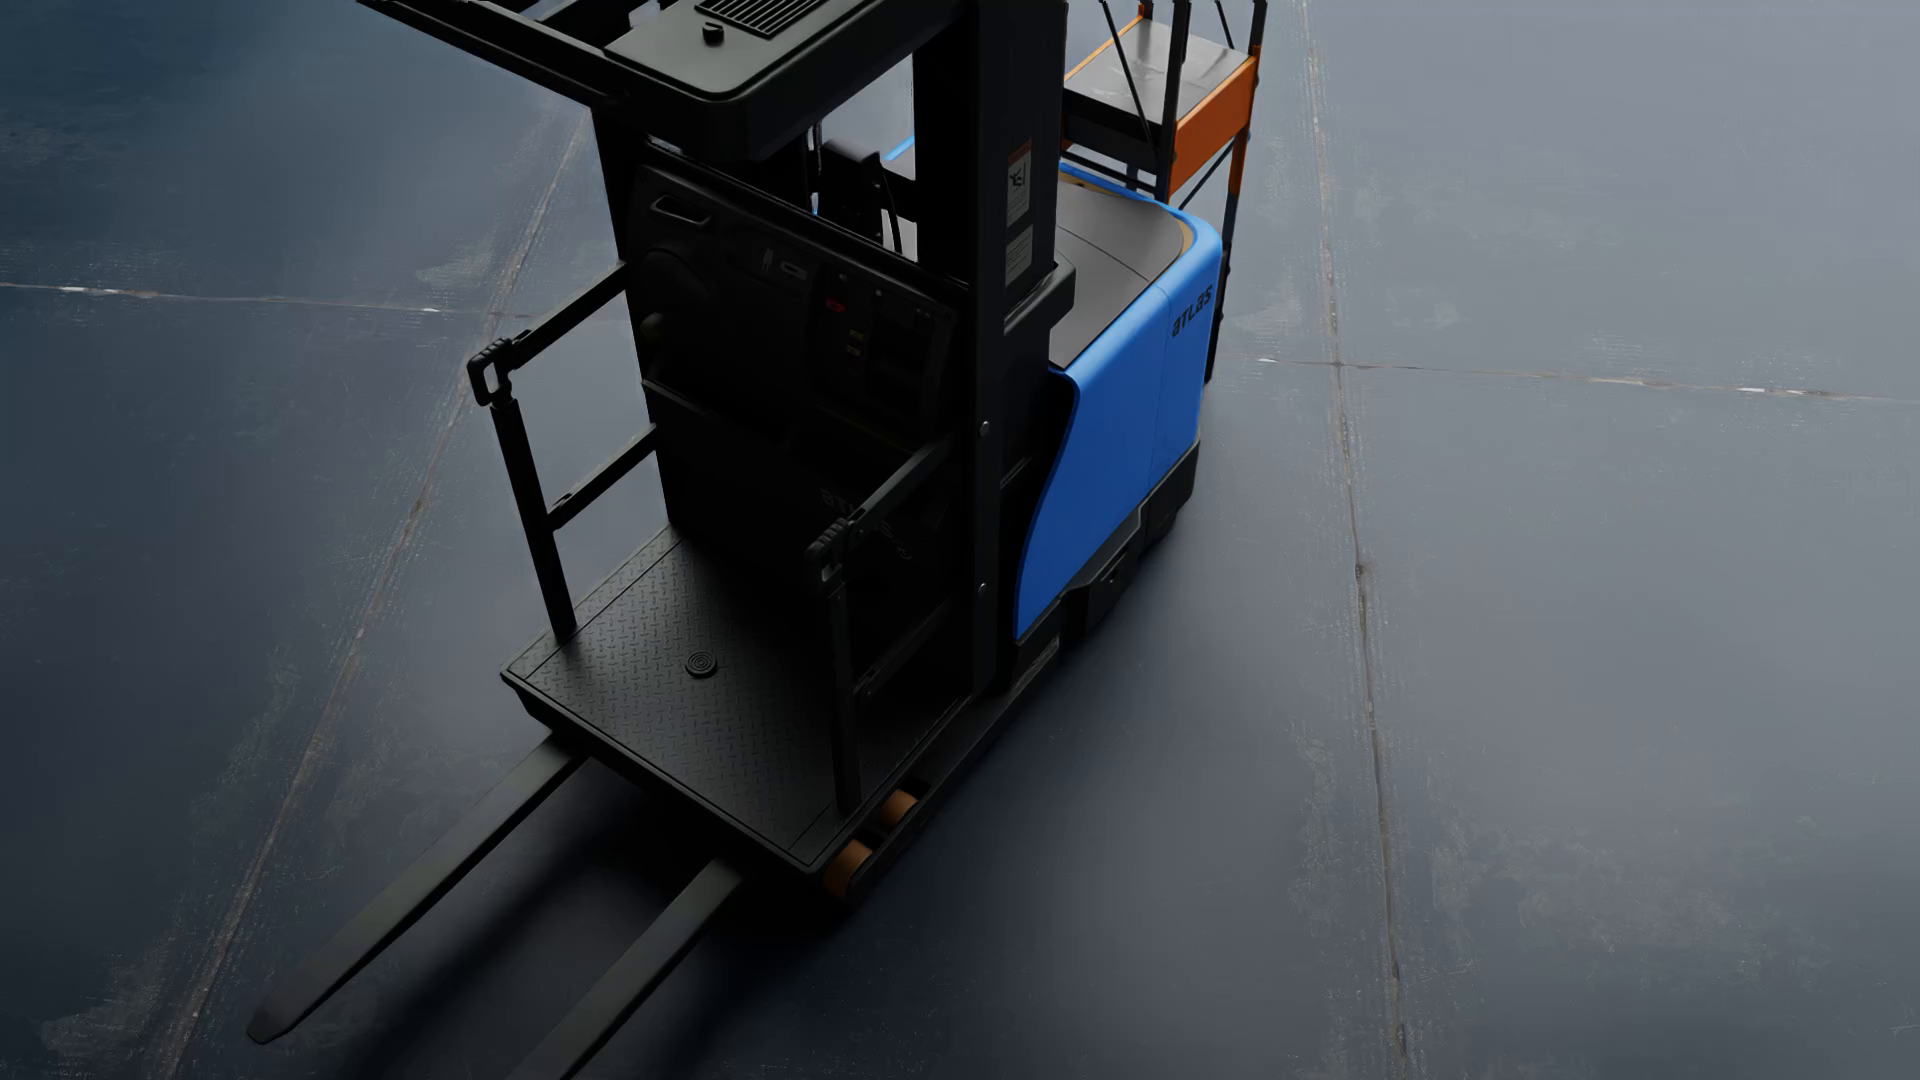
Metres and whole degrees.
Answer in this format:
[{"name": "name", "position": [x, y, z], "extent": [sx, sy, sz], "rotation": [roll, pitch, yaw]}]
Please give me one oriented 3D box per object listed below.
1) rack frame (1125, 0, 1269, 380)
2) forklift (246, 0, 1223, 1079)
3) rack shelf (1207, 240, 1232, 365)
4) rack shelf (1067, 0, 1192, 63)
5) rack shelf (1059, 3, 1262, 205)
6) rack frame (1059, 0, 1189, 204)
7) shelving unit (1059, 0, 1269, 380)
[{"name": "rack frame", "position": [0.707, -1.352, 5.064], "extent": [0.400, 2.100, 0.015], "rotation": [28, 53, 23]}, {"name": "forklift", "position": [-0.523, -0.451, 3.676], "extent": [1.130, 2.935, 3.031], "rotation": [28, 53, 23]}, {"name": "rack shelf", "position": [0.565, -0.724, 5.457], "extent": [0.431, 0.518, 0.480], "rotation": [28, 53, 23]}, {"name": "rack shelf", "position": [0.565, -1.669, 4.423], "extent": [0.431, 0.518, 0.480], "rotation": [28, 53, 23]}, {"name": "rack shelf", "position": [0.565, -1.197, 4.940], "extent": [0.431, 0.518, 0.480], "rotation": [28, 53, 23]}, {"name": "rack frame", "position": [0.423, -1.060, 4.796], "extent": [0.400, 2.100, 0.015], "rotation": [28, 53, 23]}, {"name": "shelving unit", "position": [0.565, -1.206, 4.930], "extent": [0.431, 2.100, 0.503], "rotation": [28, 53, 23]}]
